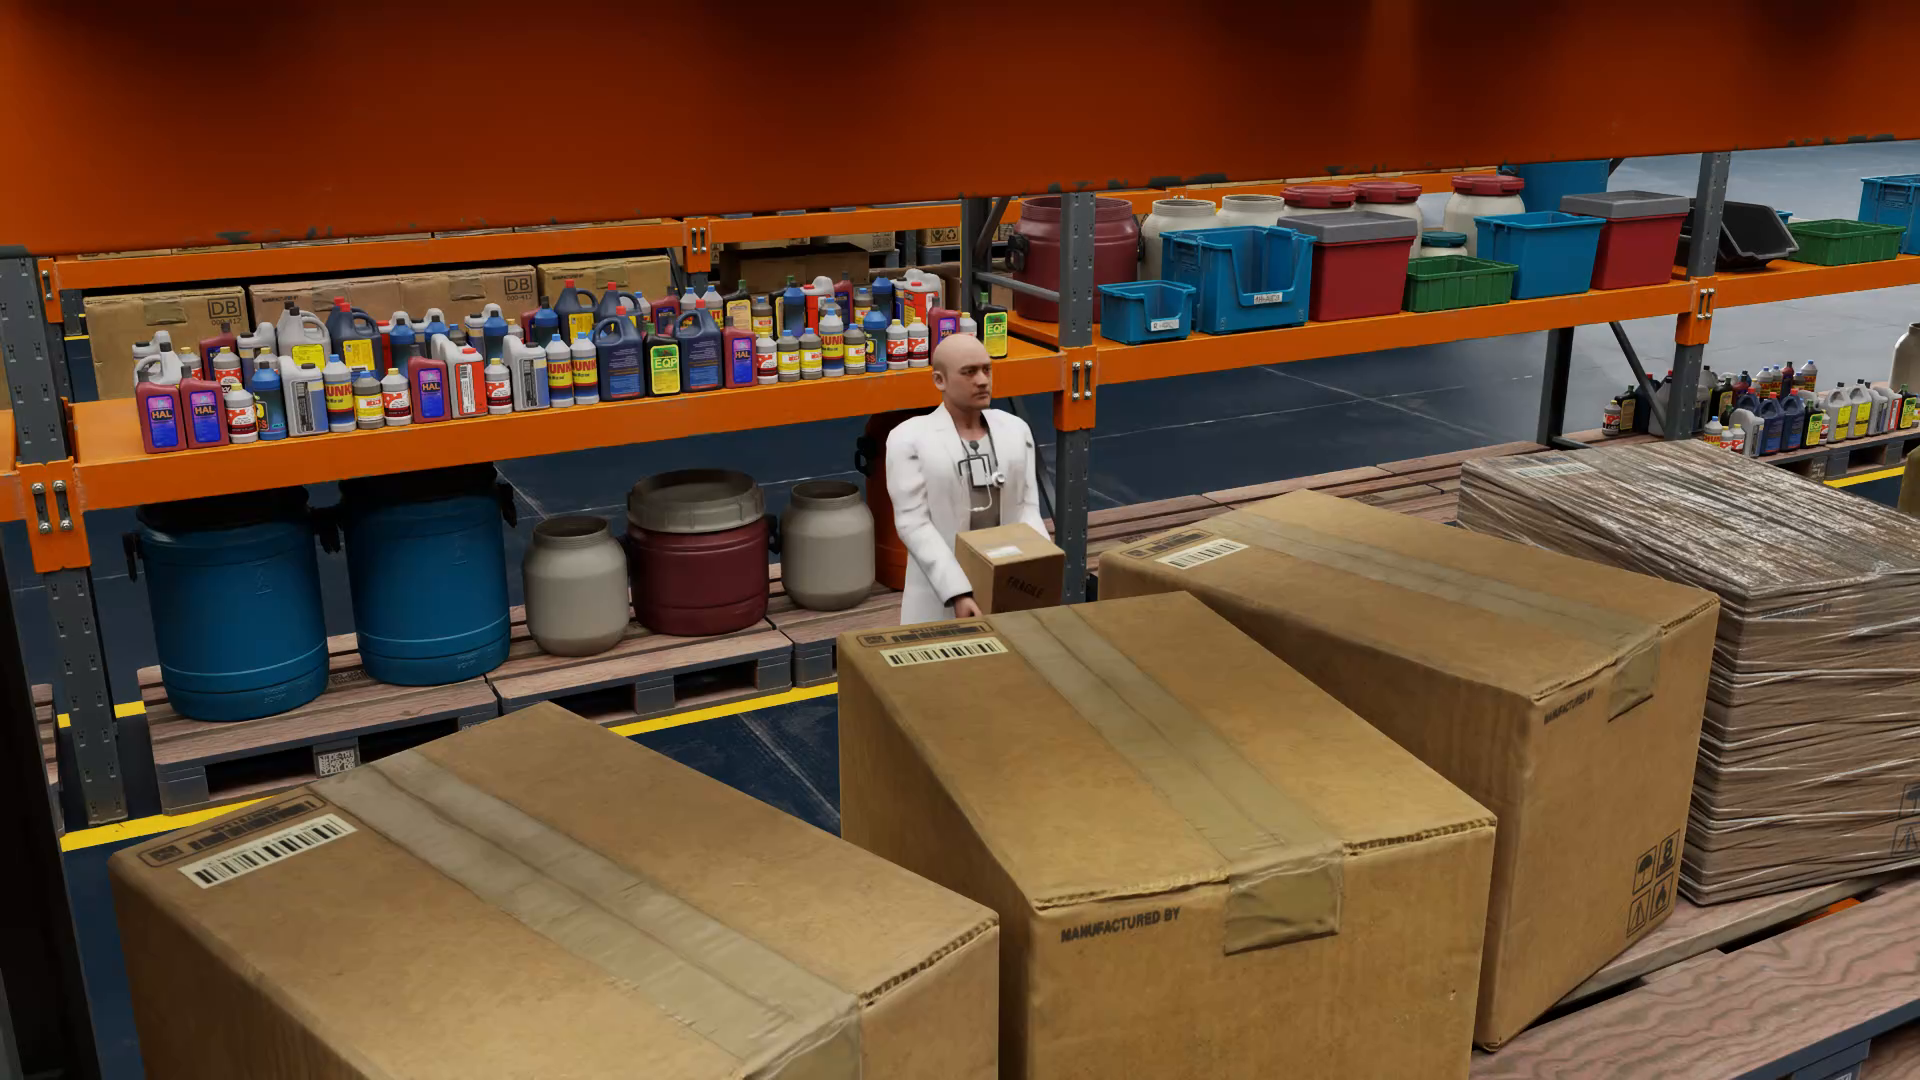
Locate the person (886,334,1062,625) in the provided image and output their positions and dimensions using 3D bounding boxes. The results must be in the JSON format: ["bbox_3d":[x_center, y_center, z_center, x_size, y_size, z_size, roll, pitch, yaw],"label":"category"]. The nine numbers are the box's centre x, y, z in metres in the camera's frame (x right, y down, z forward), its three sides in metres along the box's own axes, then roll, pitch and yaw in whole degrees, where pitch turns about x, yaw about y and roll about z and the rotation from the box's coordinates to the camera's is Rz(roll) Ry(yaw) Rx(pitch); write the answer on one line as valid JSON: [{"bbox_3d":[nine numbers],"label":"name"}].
[{"bbox_3d":[0.072,0.245,5.345,0.530,1.769,0.563,-9,20,-26],"label":"person"}]
